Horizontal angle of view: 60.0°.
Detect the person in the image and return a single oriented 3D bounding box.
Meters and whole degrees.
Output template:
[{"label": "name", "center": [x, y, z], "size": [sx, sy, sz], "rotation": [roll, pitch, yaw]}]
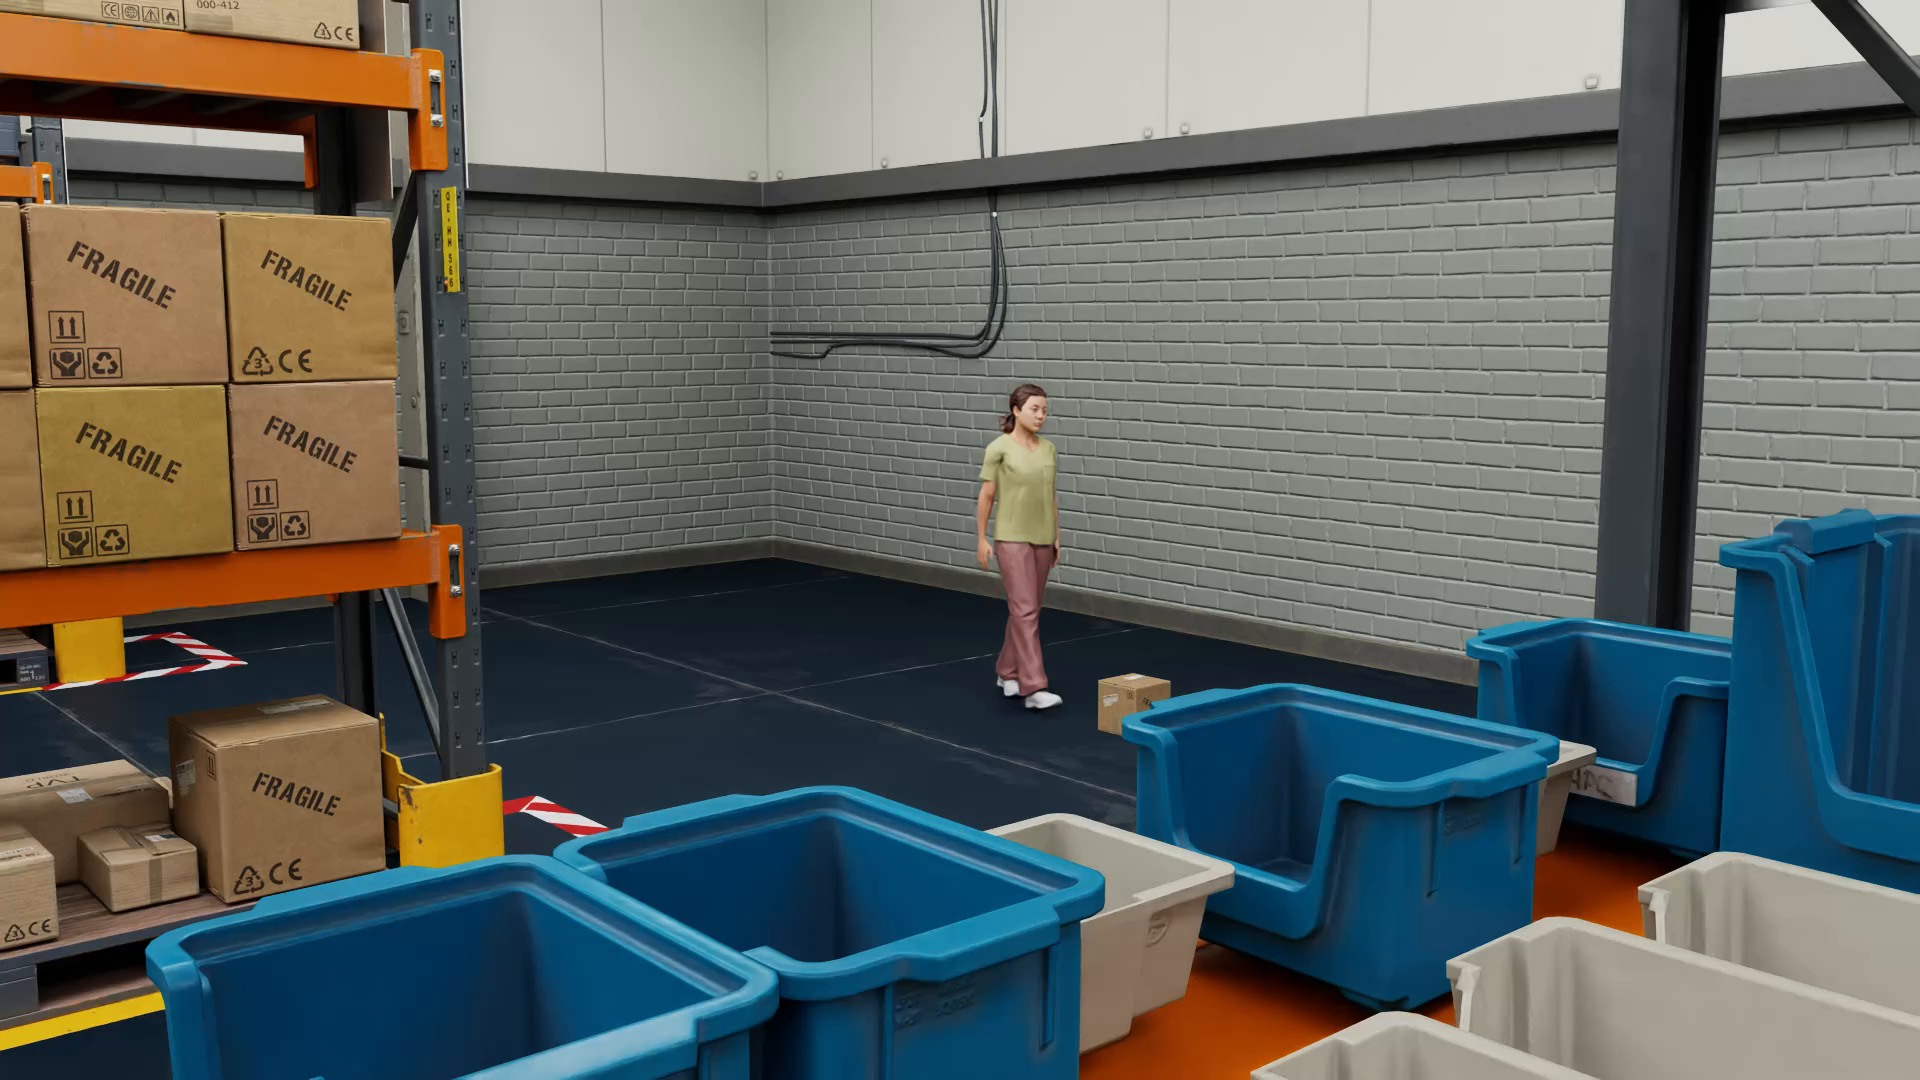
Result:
[{"label": "person", "center": [0.376, 0.026, 8.596], "size": [0.465, 1.652, 0.758], "rotation": [-4, 9, -29]}]
